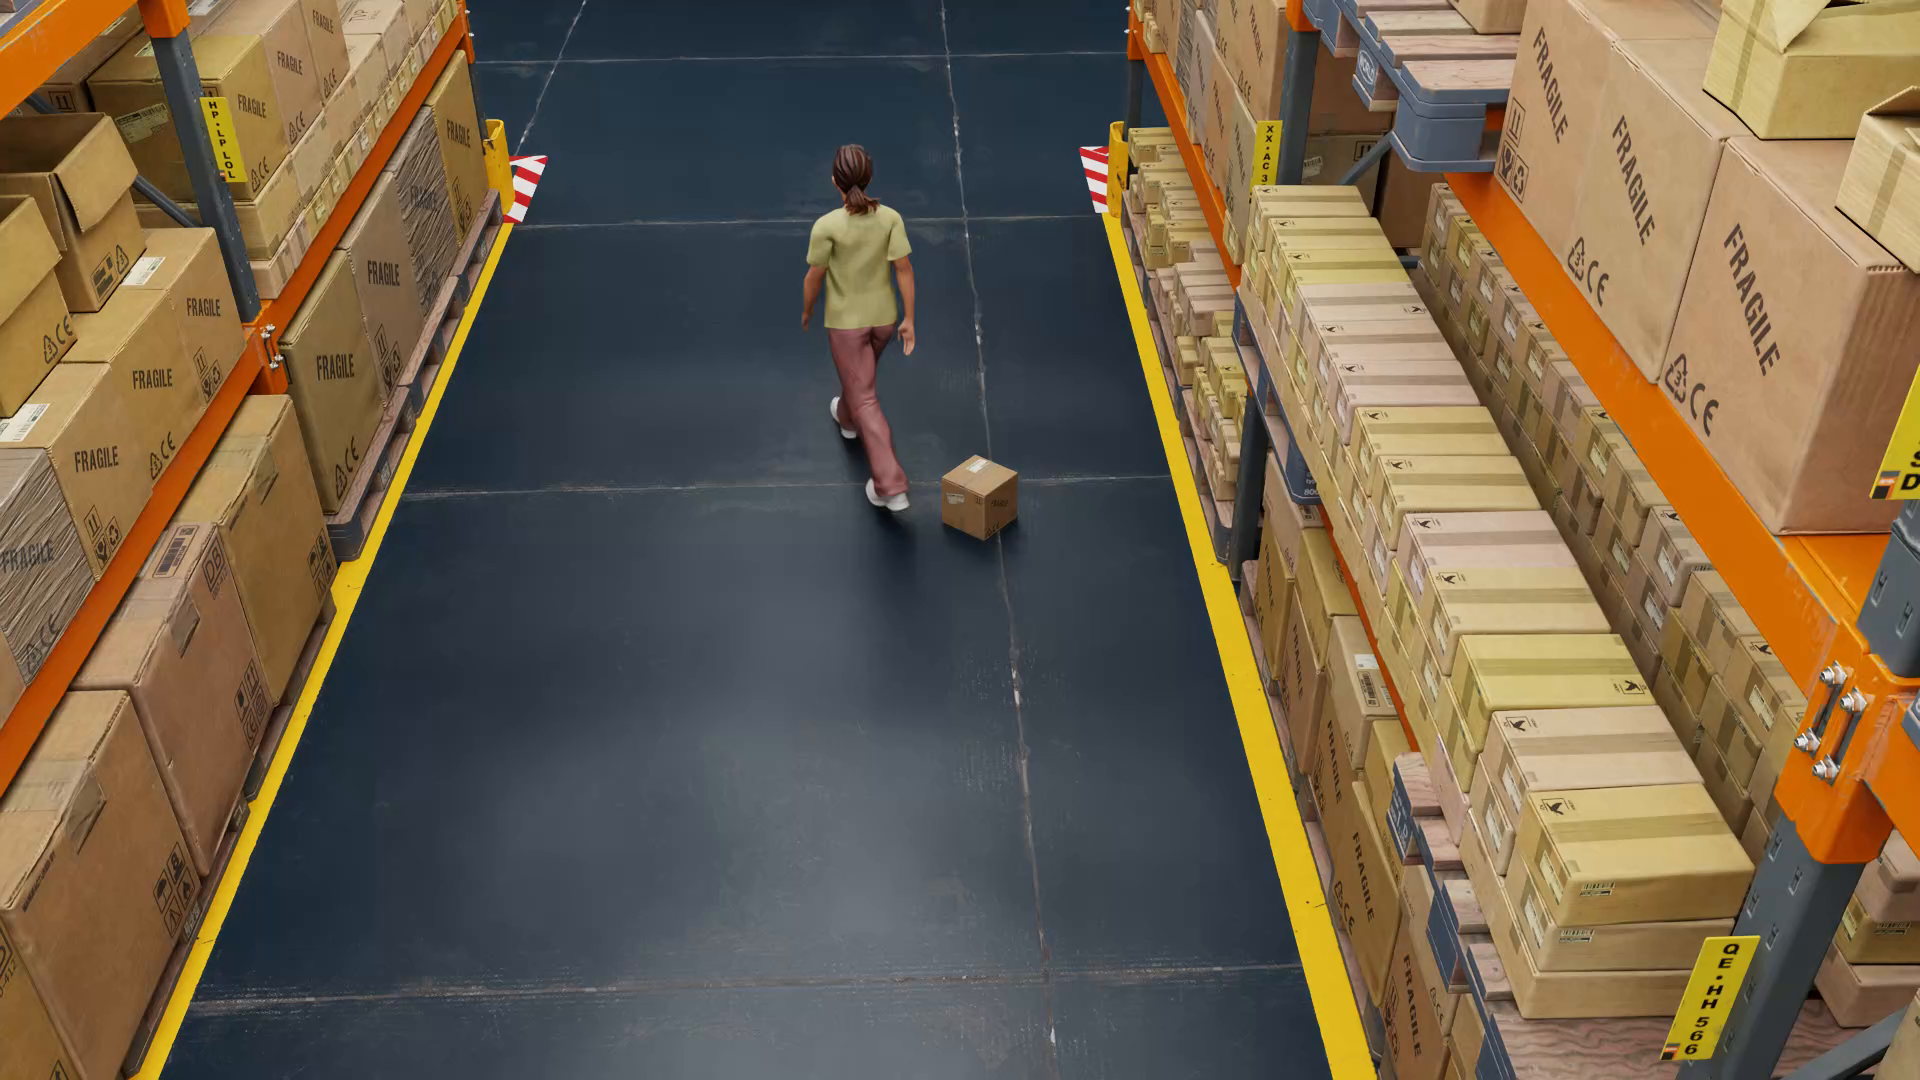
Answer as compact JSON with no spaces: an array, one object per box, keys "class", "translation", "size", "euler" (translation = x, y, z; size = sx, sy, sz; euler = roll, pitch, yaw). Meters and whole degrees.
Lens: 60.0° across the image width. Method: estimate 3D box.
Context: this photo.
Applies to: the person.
[{"class":"person","translation":[-0.459,-1.009,7.571],"size":[0.458,1.609,1.106],"euler":[-18,39,-23]}]
